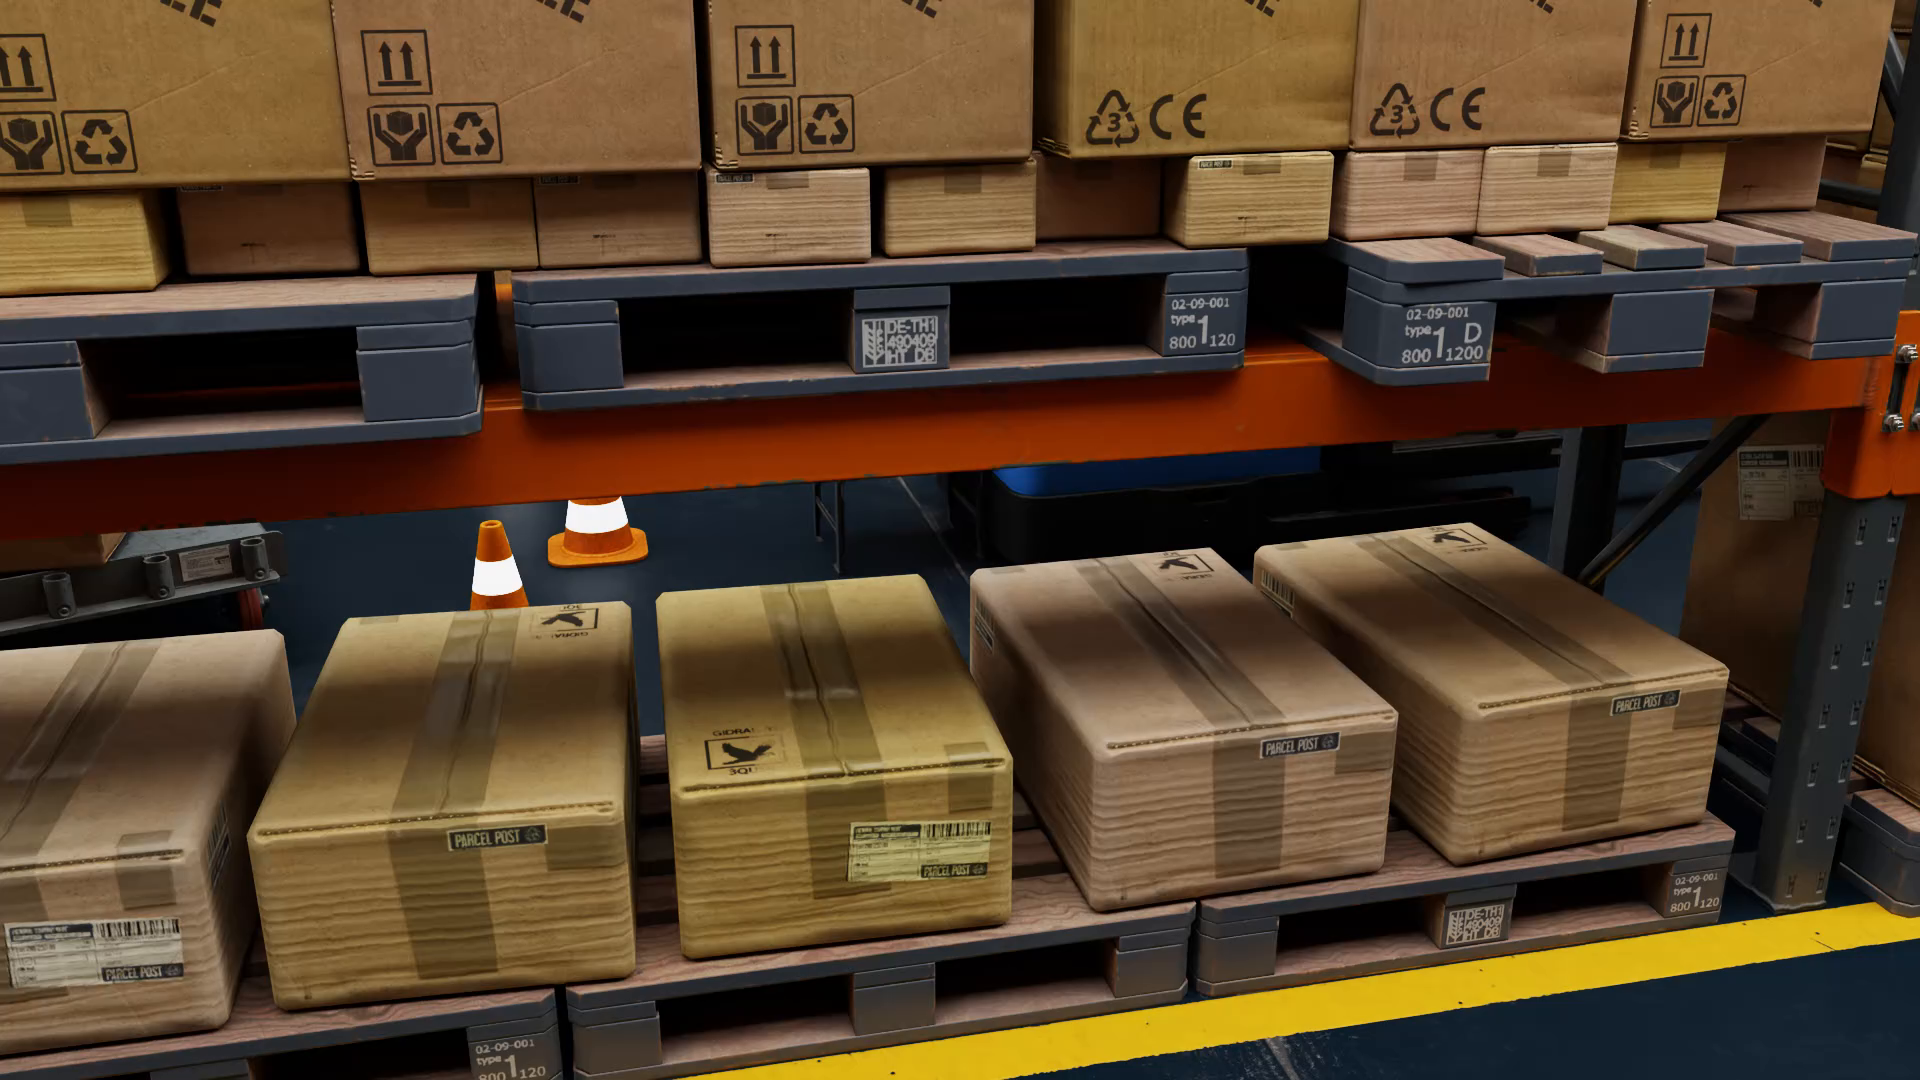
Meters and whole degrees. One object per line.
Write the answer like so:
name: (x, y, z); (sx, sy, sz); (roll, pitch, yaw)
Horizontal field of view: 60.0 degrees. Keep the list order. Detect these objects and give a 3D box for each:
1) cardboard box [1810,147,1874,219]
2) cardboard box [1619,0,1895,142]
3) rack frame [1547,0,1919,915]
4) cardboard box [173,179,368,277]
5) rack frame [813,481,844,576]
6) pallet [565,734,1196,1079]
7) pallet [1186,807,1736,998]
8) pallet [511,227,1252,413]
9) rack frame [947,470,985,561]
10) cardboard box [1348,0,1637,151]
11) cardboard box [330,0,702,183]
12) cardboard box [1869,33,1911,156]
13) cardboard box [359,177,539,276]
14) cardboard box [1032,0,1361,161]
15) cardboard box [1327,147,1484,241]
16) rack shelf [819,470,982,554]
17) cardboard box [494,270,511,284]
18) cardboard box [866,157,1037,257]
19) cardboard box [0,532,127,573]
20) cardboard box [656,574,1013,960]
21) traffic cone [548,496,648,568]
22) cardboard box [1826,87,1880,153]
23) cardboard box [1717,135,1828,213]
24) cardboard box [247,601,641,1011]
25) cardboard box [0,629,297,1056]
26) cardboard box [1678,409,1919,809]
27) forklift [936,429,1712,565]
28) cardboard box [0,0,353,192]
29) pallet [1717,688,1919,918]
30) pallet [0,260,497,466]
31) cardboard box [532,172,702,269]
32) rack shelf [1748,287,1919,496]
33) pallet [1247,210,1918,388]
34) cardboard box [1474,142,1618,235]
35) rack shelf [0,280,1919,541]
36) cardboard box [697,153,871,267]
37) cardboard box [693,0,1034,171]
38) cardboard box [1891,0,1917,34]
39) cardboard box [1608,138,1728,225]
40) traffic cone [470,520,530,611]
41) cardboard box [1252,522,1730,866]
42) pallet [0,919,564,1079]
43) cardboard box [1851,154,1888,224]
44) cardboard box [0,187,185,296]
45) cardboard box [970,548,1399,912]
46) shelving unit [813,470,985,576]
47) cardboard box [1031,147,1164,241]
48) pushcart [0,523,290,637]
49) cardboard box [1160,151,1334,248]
cardboard box: (2.142, -0.825, 3.924); (0.500, 0.250, 0.500); (-5, 21, -14)
cardboard box: (1.331, -1.023, 3.059); (0.500, 0.500, 0.500); (-5, 21, -14)
rack frame: (1.709, -0.768, 3.551); (0.127, 3.000, 1.000); (-5, 21, -12)
cardboard box: (-1.070, -0.534, 2.666); (0.250, 0.149, 0.380); (-3, 20, -9)
rack frame: (-0.448, -0.933, 5.310); (0.015, 2.100, 0.400); (-6, 21, -16)
pallet: (-0.237, 0.698, 3.603); (1.213, 0.211, 1.003); (-5, 21, -12)
pallet: (0.948, 0.602, 3.864); (1.213, 0.211, 1.003); (-5, 21, -12)
pallet: (-0.208, -0.508, 3.119); (1.213, 0.211, 1.003); (-5, 21, -12)
rack frame: (0.019, -0.981, 5.441); (0.015, 2.100, 0.400); (-6, 21, -16)
cardboard box: (0.830, -0.979, 2.937); (0.500, 0.500, 0.500); (-5, 21, -13)
cardboard box: (-0.690, -0.851, 2.589); (0.500, 0.500, 0.500); (-5, 21, -13)
cardboard box: (2.259, -0.890, 3.375); (0.500, 0.250, 0.500); (-5, 21, -13)
cardboard box: (-0.810, -0.540, 2.683); (0.250, 0.149, 0.380); (-4, 21, -12)
cardboard box: (0.339, -0.938, 2.827); (0.500, 0.500, 0.500); (-6, 21, -16)
cardboard box: (0.718, -0.645, 2.970); (0.250, 0.149, 0.380); (-6, 21, -15)
rack shelf: (-0.215, -0.287, 5.621); (0.480, 0.518, 0.431); (-6, 21, -16)
cardboard box: (-1.898, -1.396, 7.925); (0.750, 0.750, 1.050); (-5, 21, -12)
cardboard box: (-0.045, -0.594, 2.829); (0.250, 0.149, 0.380); (-5, 21, -14)
cardboard box: (-2.622, -0.227, 4.607); (0.500, 0.500, 0.500); (-5, 21, -12)
cardboard box: (-0.298, 0.429, 3.493); (0.625, 0.372, 0.950); (-4, 20, -11)
traffic cone: (-1.247, -0.185, 5.647); (0.334, 0.463, 0.336); (-5, 21, -12)
cardboard box: (2.122, -1.056, 3.828); (0.500, 0.250, 0.500); (-5, 21, -13)
cardboard box: (1.444, -0.743, 3.237); (0.250, 0.149, 0.380); (-4, 20, -10)
cardboard box: (-0.975, 0.484, 3.341); (0.625, 0.372, 0.950); (-3, 20, -9)
cardboard box: (-1.674, 0.543, 3.183); (0.625, 0.372, 0.950); (-4, 21, -12)
cardboard box: (2.400, 0.005, 3.918); (0.875, 0.875, 0.875); (-5, 21, -13)
forklift: (1.486, -1.529, 5.727); (3.031, 2.935, 1.130); (-6, 21, -16)
cardboard box: (-1.174, -0.817, 2.495); (0.500, 0.500, 0.500); (-5, 21, -12)
pallet: (2.494, 0.504, 4.133); (1.213, 0.211, 1.003); (-5, 21, -12)
pallet: (-1.406, -0.374, 2.752); (1.213, 0.211, 1.003); (-5, 21, -12)
cardboard box: (-0.569, -0.559, 2.735); (0.250, 0.149, 0.380); (-4, 21, -12)
rack shelf: (3.656, -0.589, 4.107); (4.000, 0.370, 1.077); (-5, 21, -12)
pallet: (1.040, -0.586, 3.333); (1.003, 0.211, 1.213); (-5, 21, -12)
cardboard box: (0.965, -0.663, 3.017); (0.250, 0.149, 0.380); (-5, 21, -13)
rack shelf: (-0.237, -0.272, 3.243); (4.000, 0.370, 1.077); (-5, 21, -12)
cardboard box: (-0.298, -0.563, 2.745); (0.250, 0.149, 0.380); (-4, 20, -10)
cardboard box: (-0.192, -0.895, 2.710); (0.500, 0.500, 0.500); (-6, 21, -15)
cardboard box: (2.245, -1.242, 3.245); (0.500, 0.500, 0.500); (-5, 21, -14)
cardboard box: (1.200, -0.698, 3.113); (0.250, 0.149, 0.380); (-4, 21, -12)
traffic cone: (-1.299, 0.173, 4.671); (0.334, 0.463, 0.336); (-5, 21, -12)
cardboard box: (1.157, 0.310, 3.818); (0.625, 0.372, 0.950); (-6, 21, -16)
pallet: (-1.426, 0.795, 3.336); (1.213, 0.211, 1.003); (-5, 21, -12)
cardboard box: (2.243, -0.653, 3.453); (0.500, 0.250, 0.500); (-5, 21, -13)
cardboard box: (-1.328, -0.486, 2.535); (0.250, 0.149, 0.380); (-4, 21, -11)
cardboard box: (0.441, 0.371, 3.651); (0.625, 0.372, 0.950); (-5, 21, -14)
shelving unit: (-0.215, -0.957, 5.376); (0.503, 2.100, 0.431); (-6, 21, -16)
cardboard box: (0.180, -0.641, 2.959); (0.250, 0.149, 0.380); (-4, 21, -12)
pushcart: (-2.757, 0.020, 5.211); (0.936, 0.377, 1.648); (-13, 24, -31)
cardboard box: (0.454, -0.619, 2.898); (0.250, 0.149, 0.380); (-4, 21, -12)
